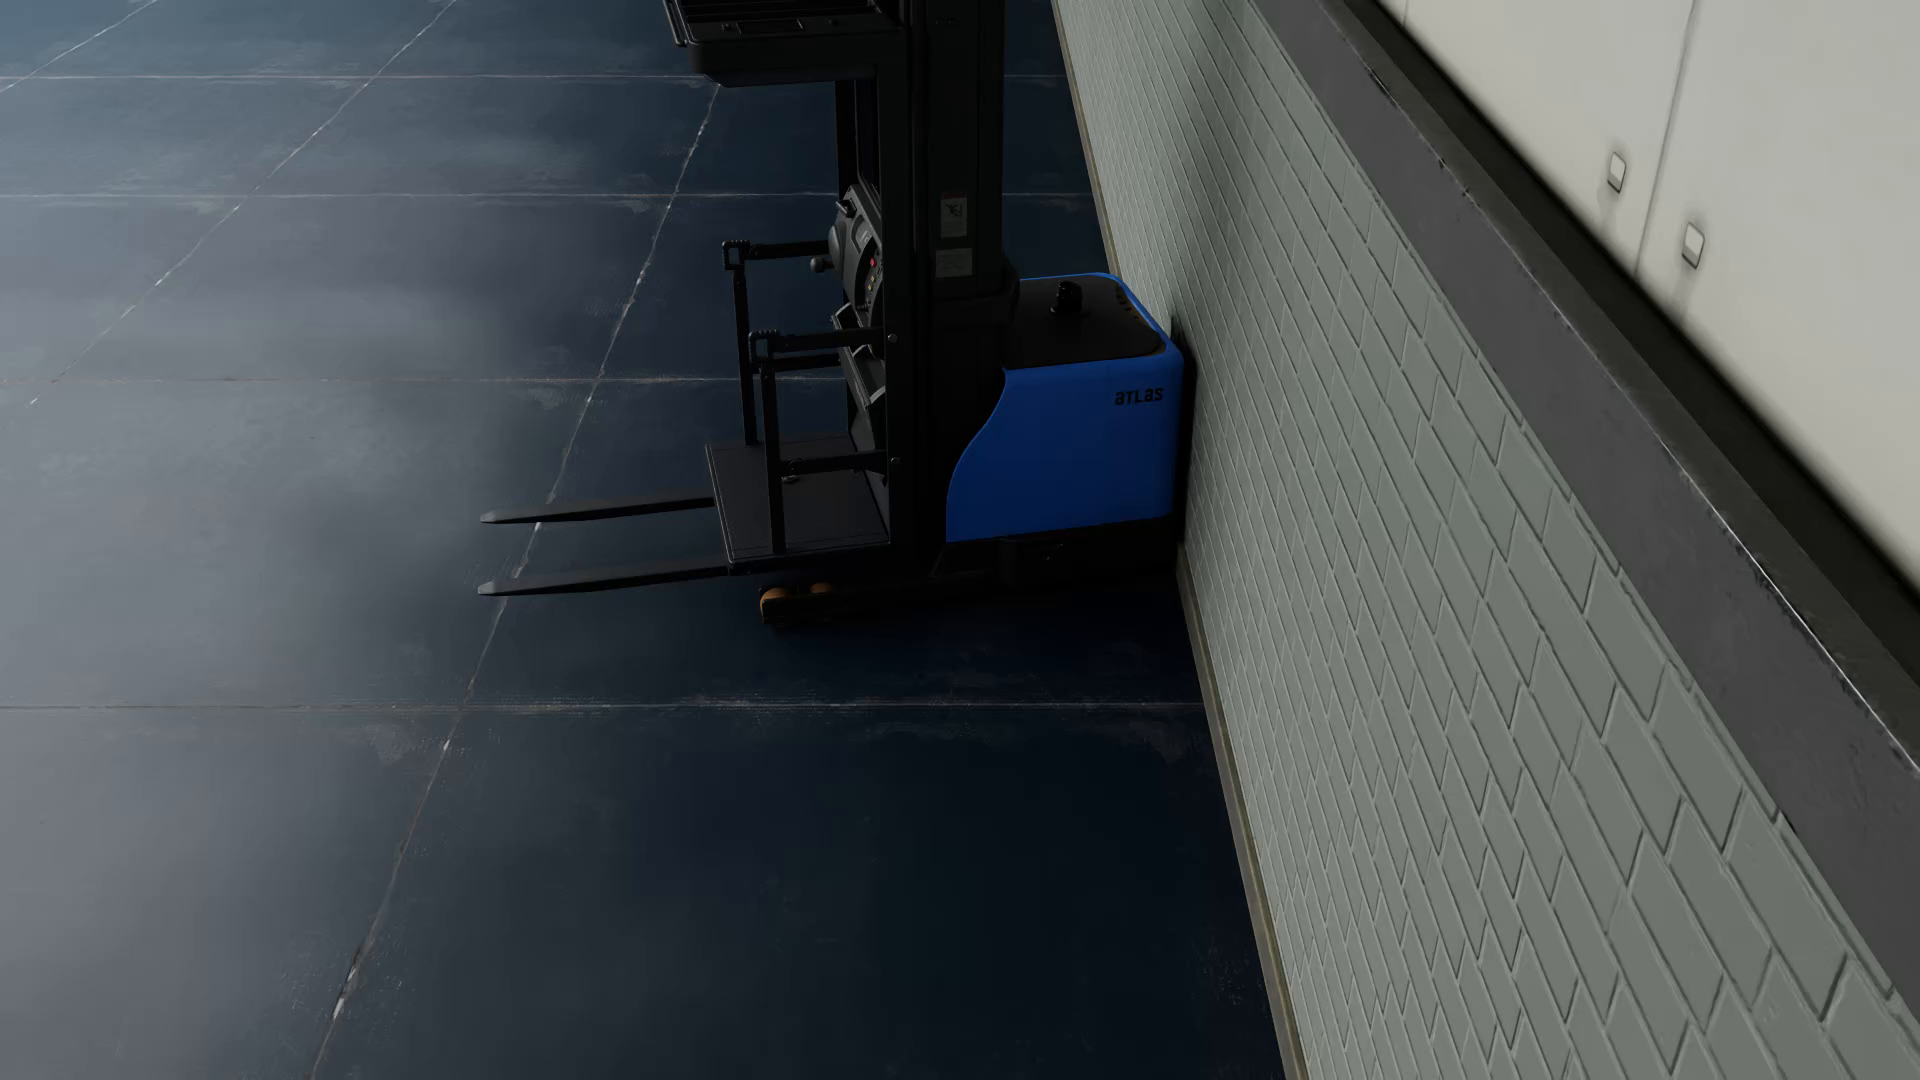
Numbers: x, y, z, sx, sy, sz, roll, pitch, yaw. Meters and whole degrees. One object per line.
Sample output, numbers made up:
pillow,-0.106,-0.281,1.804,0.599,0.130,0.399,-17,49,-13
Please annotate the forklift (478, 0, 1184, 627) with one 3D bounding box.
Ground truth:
forklift,-0.612,-1.181,6.870,3.031,2.935,1.130,-7,32,-11

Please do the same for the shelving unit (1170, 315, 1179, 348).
shelving unit,0.891,-0.593,7.860,0.210,0.900,0.258,0,28,0

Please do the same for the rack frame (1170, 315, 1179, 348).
rack frame,0.993,-0.594,7.860,0.006,0.900,0.240,0,28,0
